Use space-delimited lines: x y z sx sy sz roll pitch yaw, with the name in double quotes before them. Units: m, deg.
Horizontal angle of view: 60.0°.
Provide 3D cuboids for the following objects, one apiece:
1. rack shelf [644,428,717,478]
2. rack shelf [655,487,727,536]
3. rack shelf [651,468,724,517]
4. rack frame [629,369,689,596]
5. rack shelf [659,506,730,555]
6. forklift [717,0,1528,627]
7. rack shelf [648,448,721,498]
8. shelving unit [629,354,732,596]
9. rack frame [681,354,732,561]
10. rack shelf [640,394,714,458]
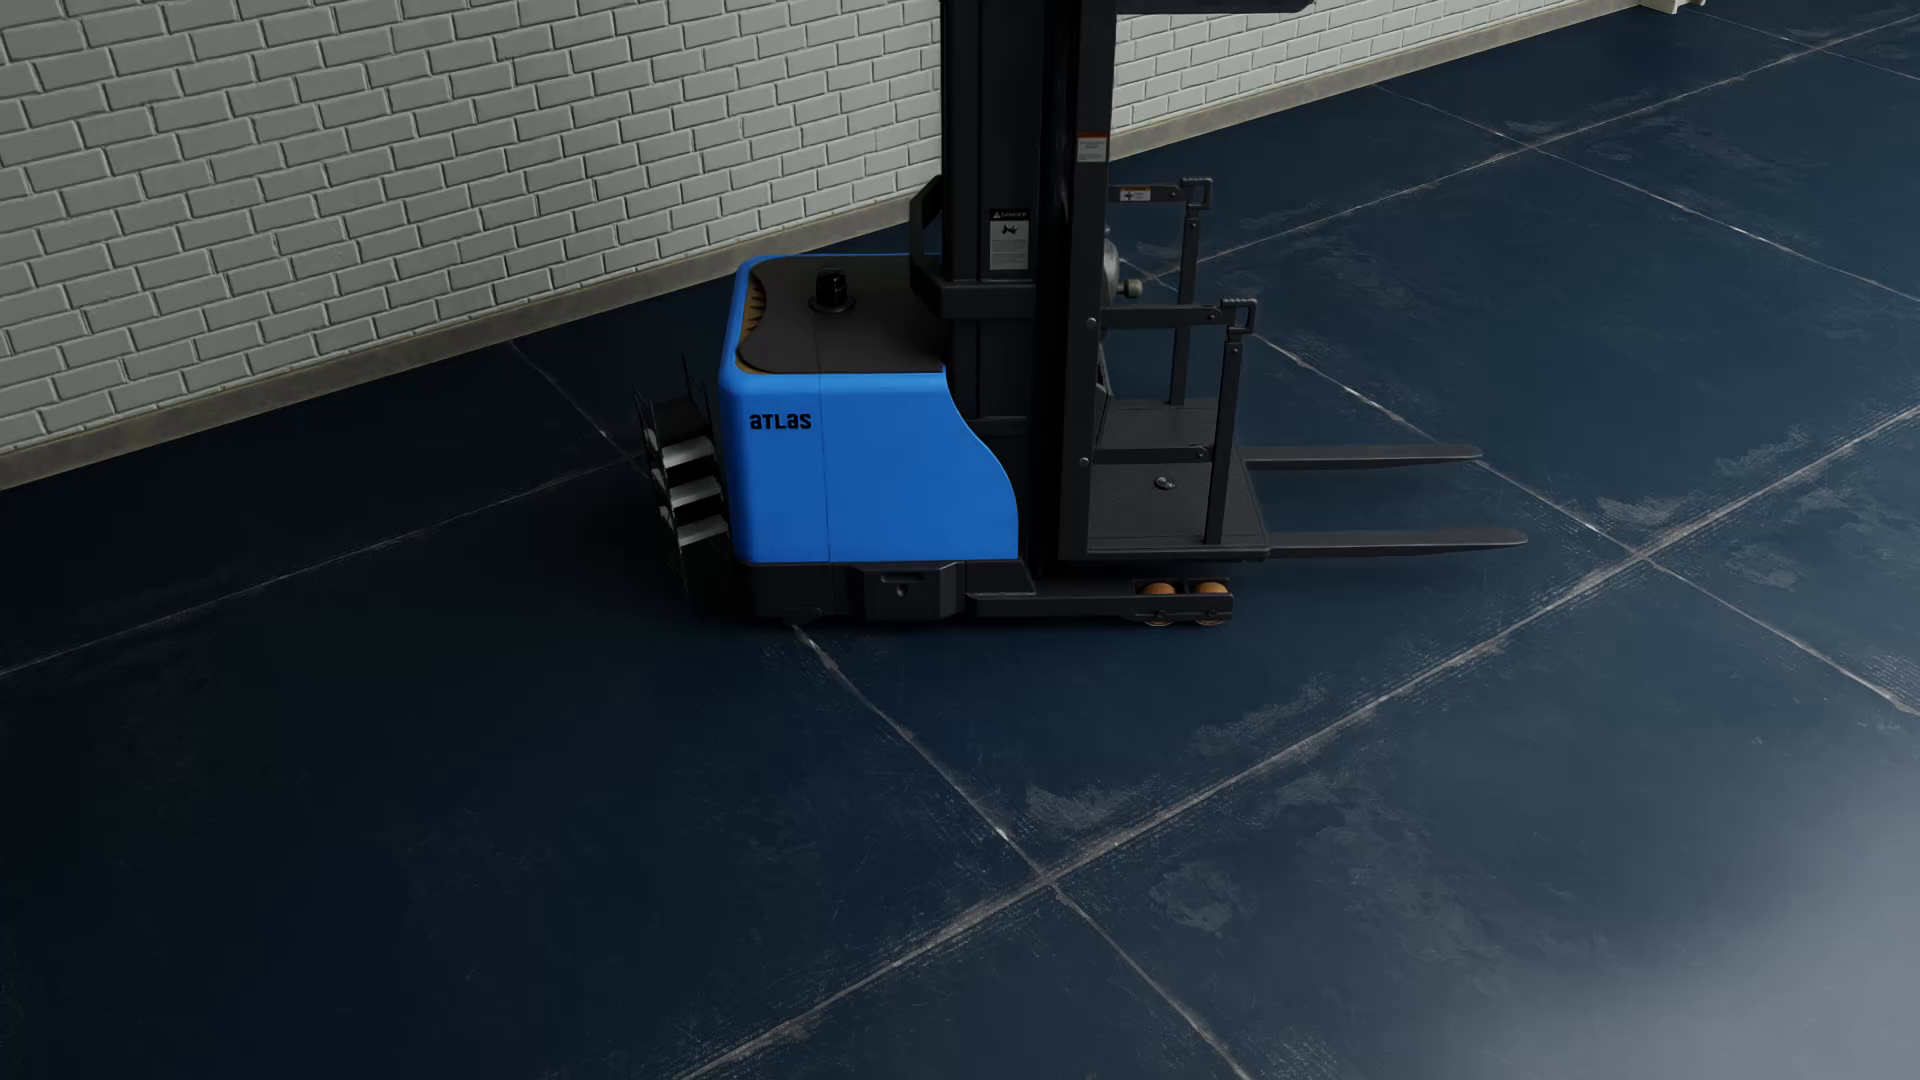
"rack shelf" -1.049 -0.353 6.211 0.200 0.077 0.258 -19 40 -20
"rack shelf" -1.035 -0.139 6.374 0.200 0.077 0.258 -19 40 -20
"rack shelf" -1.040 -0.210 6.319 0.200 0.077 0.258 -19 40 -20
"rack frame" -1.132 -0.205 6.265 0.006 0.900 0.240 -19 40 -20
"rack shelf" -1.031 -0.067 6.428 0.200 0.077 0.258 -19 40 -20
"forklift" 0.651 -1.172 5.869 3.031 2.935 1.130 -1 36 -1
"rack shelf" -1.044 -0.282 6.265 0.200 0.077 0.258 -19 40 -20
"shelving unit" -1.041 -0.237 6.299 0.210 0.900 0.258 -19 40 -20
"rack frame" -0.951 -0.269 6.333 0.006 0.900 0.240 -19 40 -20
"rack shelf" -1.053 -0.425 6.156 0.200 0.077 0.258 -19 40 -20
